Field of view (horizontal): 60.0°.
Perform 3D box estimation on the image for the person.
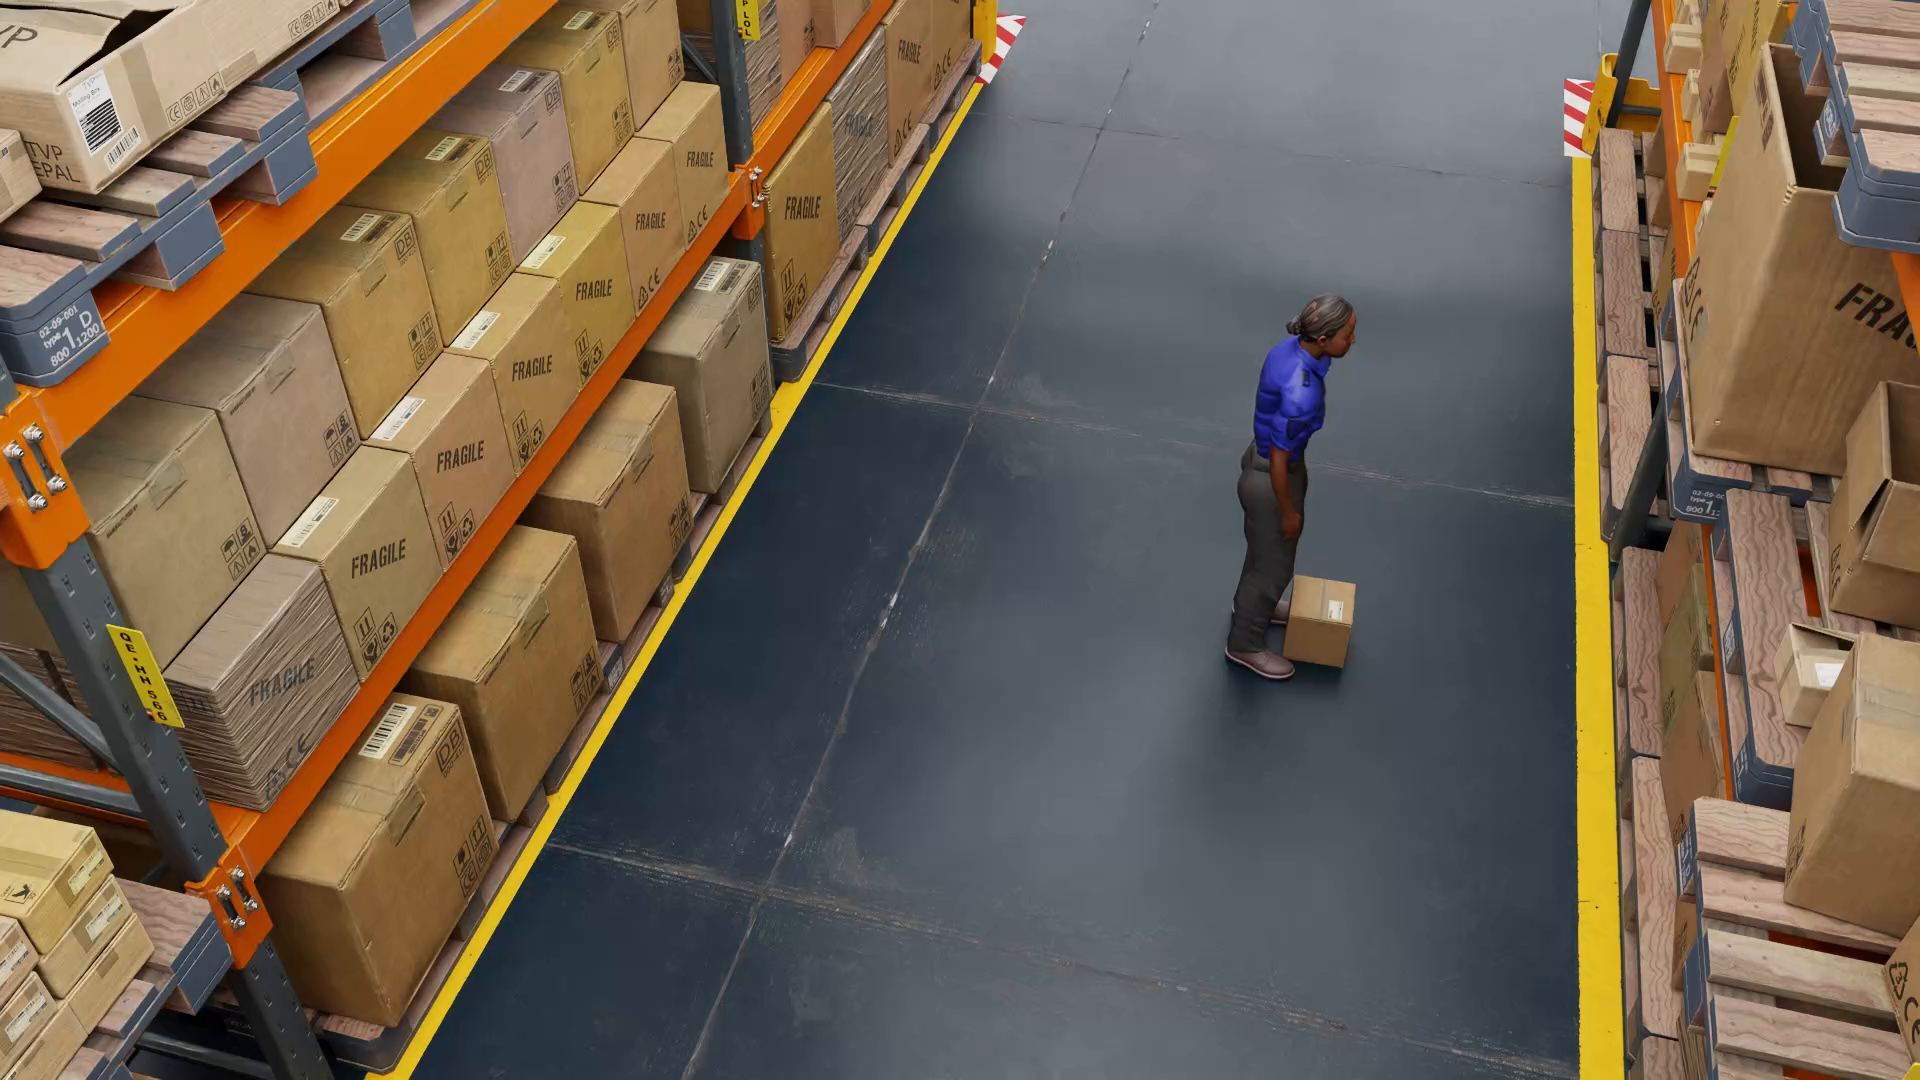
[{"bbox_3d":[1.252,-0.230,6.424,0.346,1.656,0.530,8,42,9],"label":"person"}]
